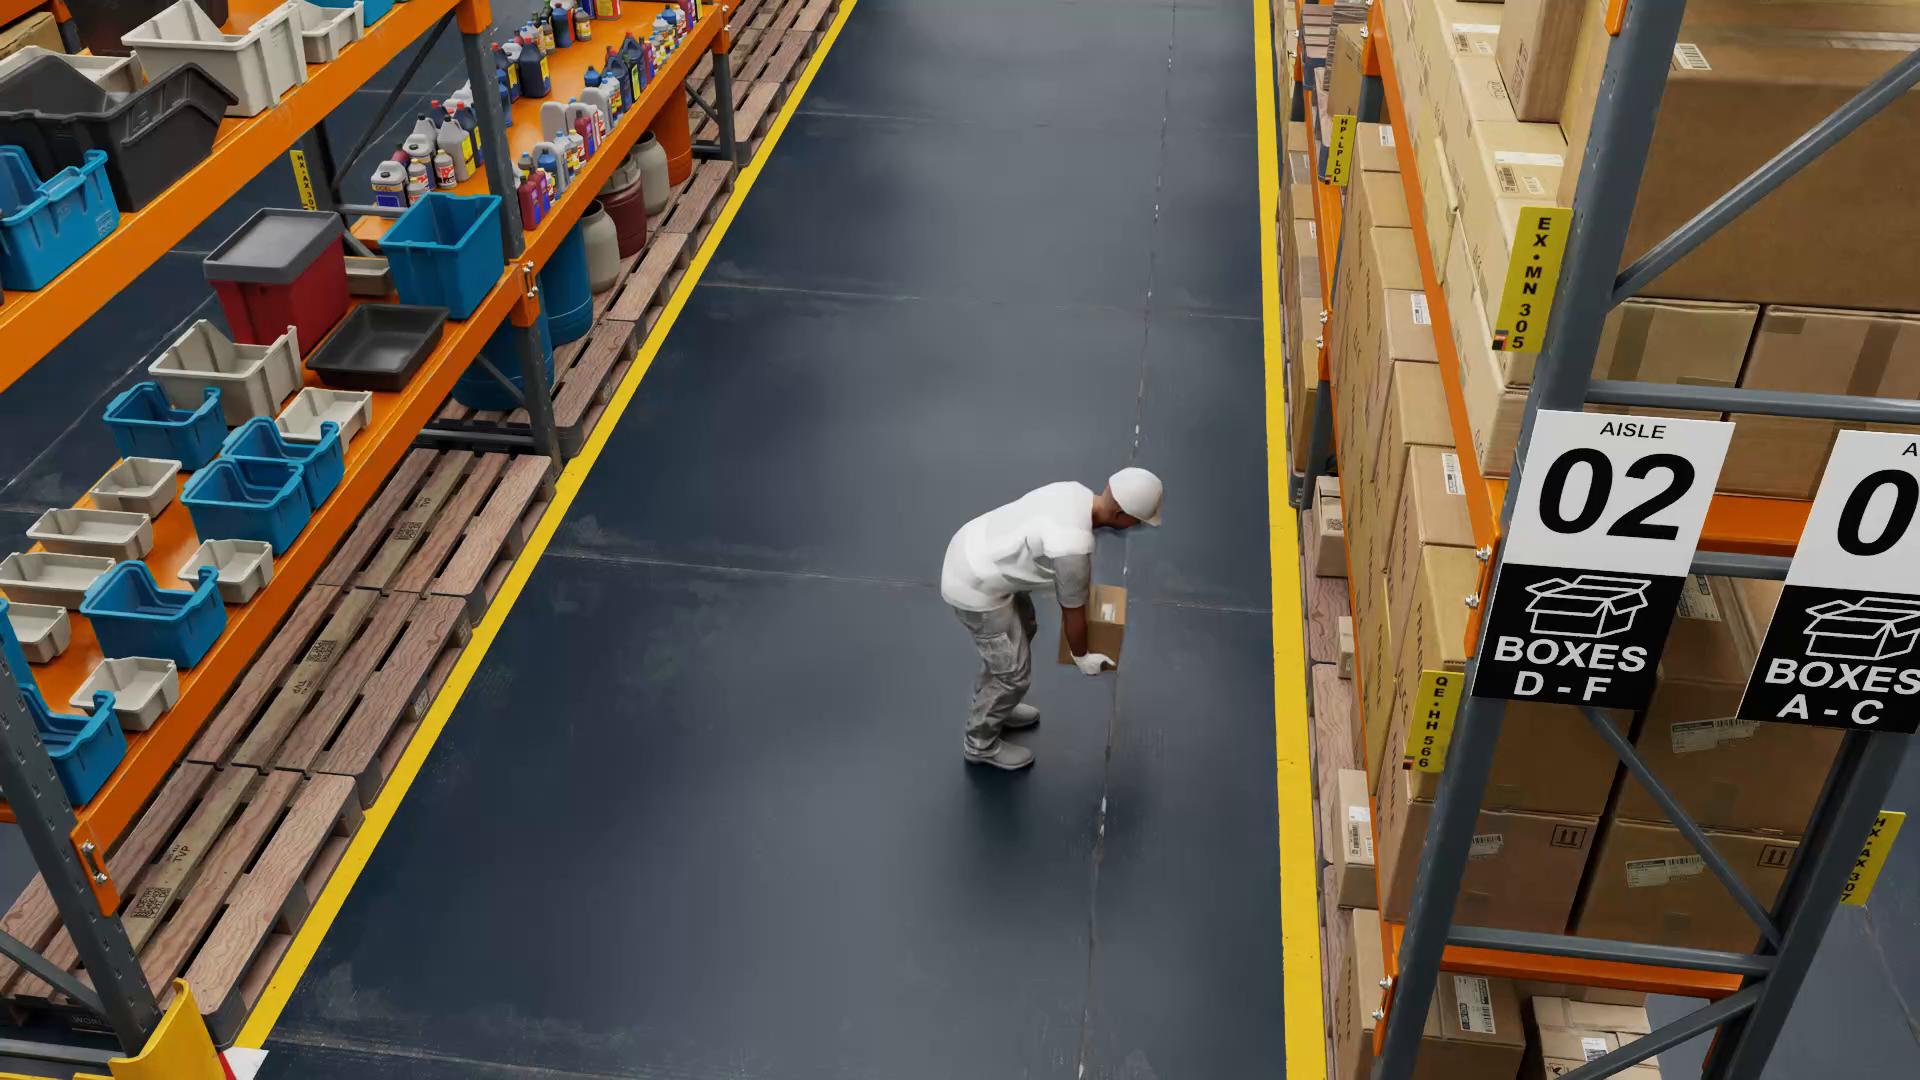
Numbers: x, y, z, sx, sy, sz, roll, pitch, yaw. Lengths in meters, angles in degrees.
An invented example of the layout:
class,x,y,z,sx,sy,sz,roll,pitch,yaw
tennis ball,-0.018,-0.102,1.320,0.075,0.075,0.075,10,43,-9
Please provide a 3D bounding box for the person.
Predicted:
class,x,y,z,sx,sy,sz,roll,pitch,yaw
person,0.361,0.298,6.904,0.876,1.437,0.498,3,36,5
